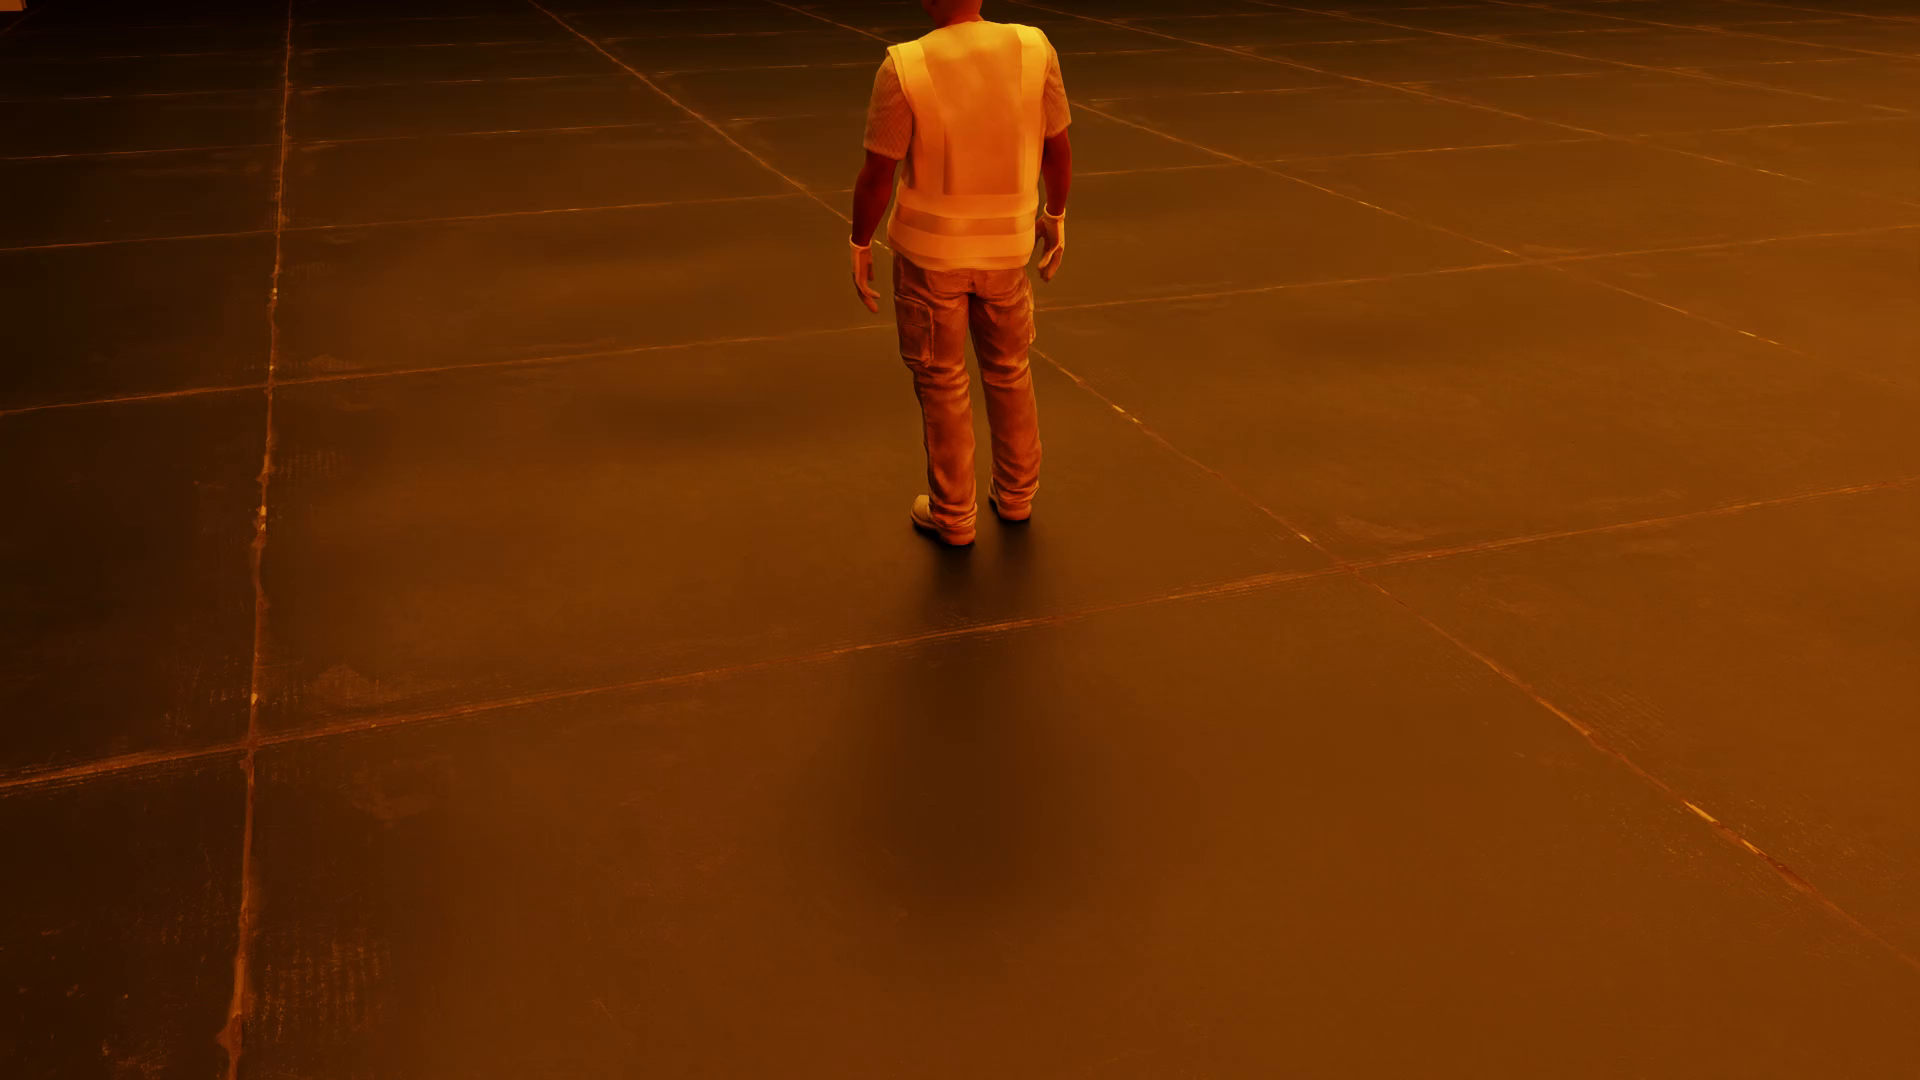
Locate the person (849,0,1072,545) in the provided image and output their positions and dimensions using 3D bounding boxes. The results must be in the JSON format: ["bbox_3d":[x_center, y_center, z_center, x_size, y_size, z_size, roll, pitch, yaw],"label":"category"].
[{"bbox_3d":[-0.017,-0.856,4.796,0.657,1.785,0.575,-8,24,-18],"label":"person"}]
